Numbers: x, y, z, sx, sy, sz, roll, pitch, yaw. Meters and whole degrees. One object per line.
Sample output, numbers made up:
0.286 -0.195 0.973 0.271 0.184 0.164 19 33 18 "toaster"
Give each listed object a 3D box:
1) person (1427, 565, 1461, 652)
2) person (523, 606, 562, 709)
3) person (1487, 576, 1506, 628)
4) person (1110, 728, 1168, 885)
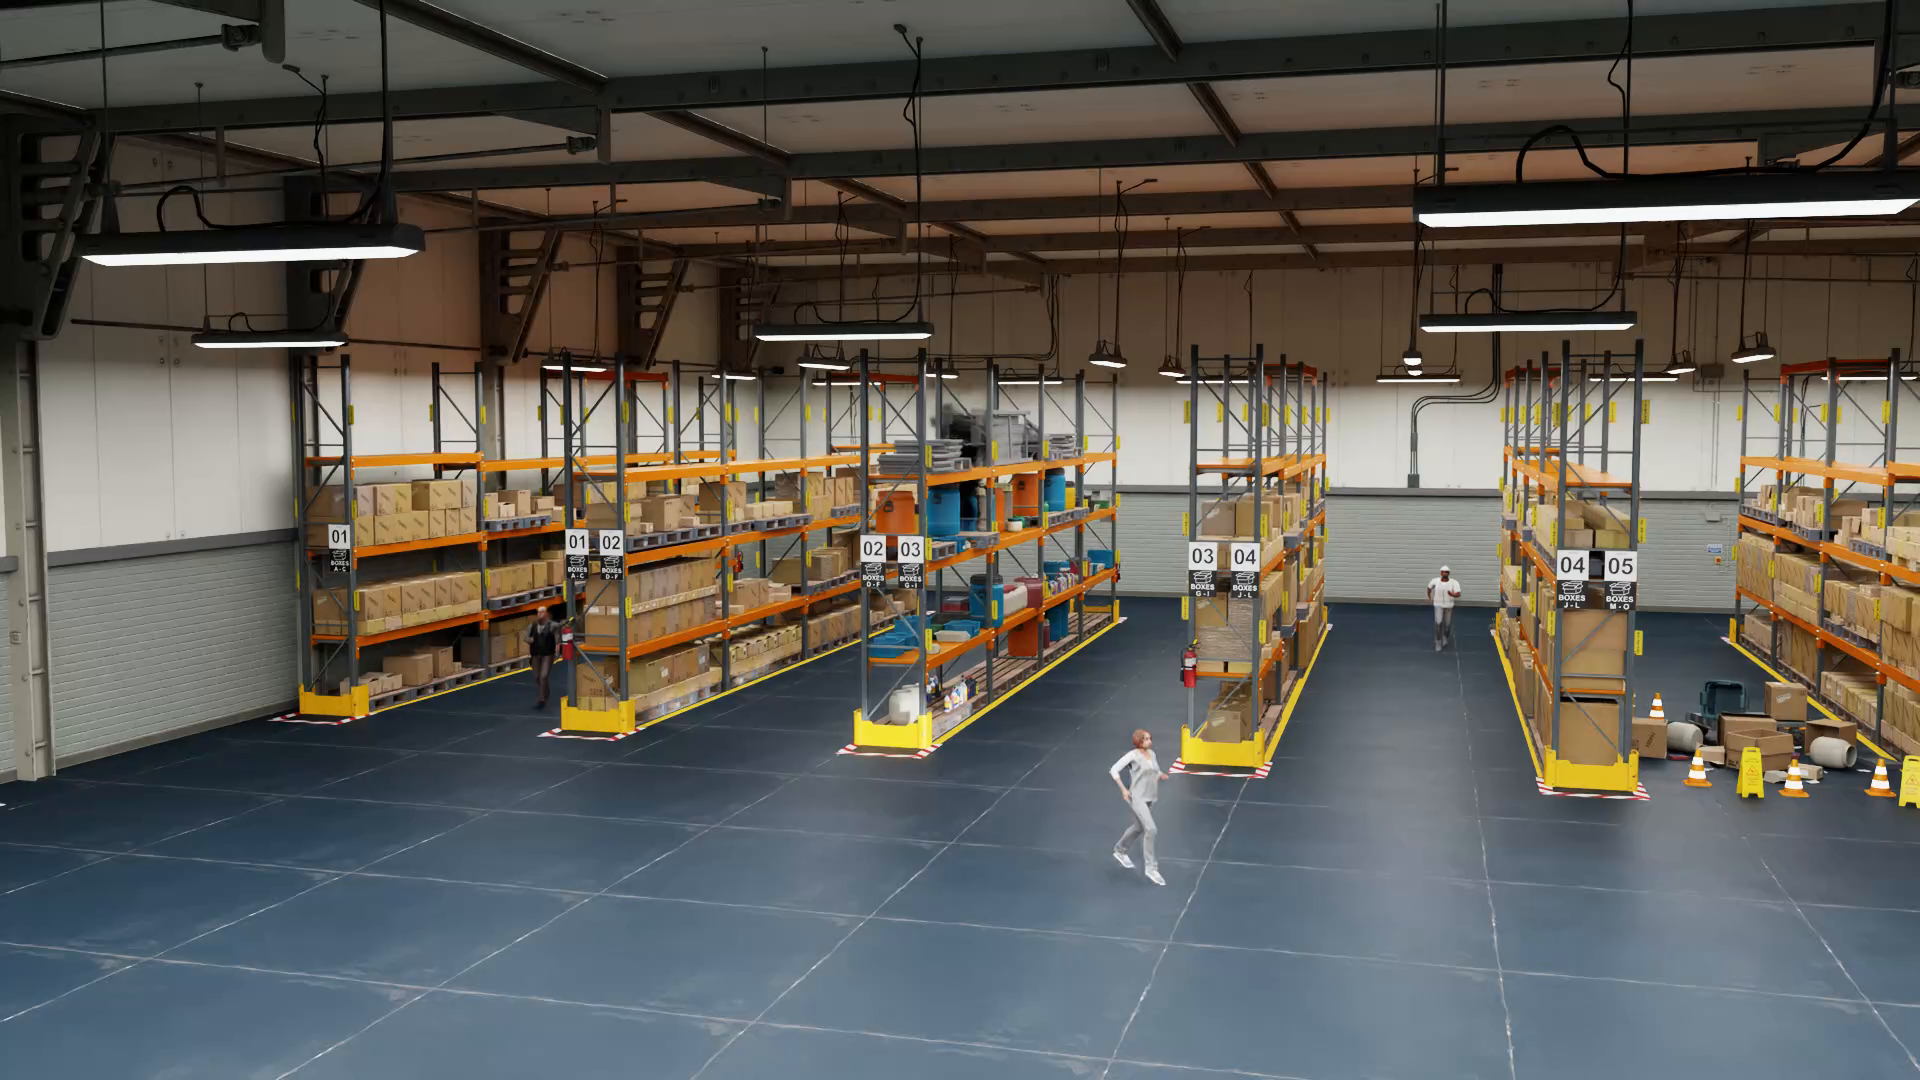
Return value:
10.341 1.449 35.542 0.677 1.820 0.801 1 4 13 "person"
-7.155 1.990 28.533 0.661 1.697 0.963 0 4 6 "person"
12.885 1.194 38.916 1.025 1.747 0.756 1 4 12 "person"
1.945 2.891 17.983 0.759 1.534 0.516 4 6 41 "person"
